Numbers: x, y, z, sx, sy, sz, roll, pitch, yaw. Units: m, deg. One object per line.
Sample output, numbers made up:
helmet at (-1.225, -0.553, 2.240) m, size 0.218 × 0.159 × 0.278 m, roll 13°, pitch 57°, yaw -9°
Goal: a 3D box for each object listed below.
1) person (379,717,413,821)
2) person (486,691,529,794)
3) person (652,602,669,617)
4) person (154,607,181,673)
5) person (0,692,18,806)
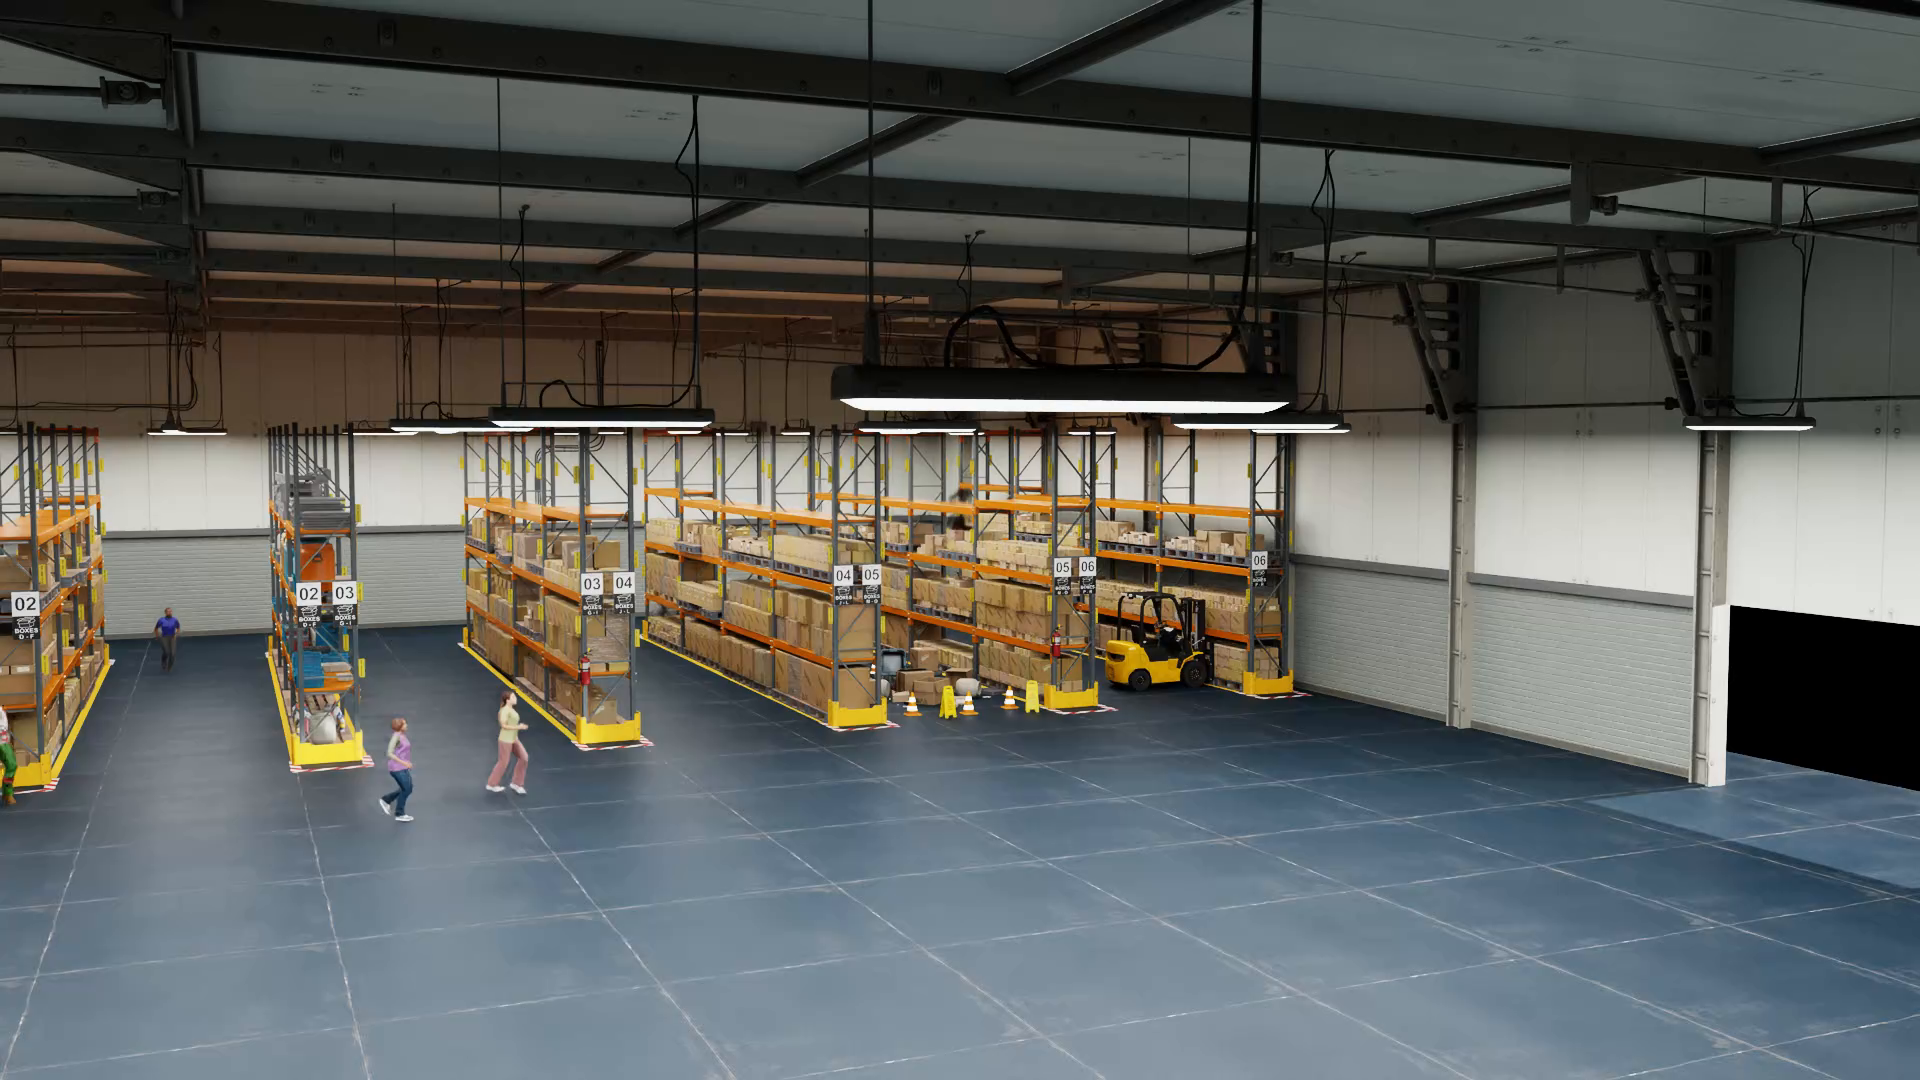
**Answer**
person at (-8.433, 3.425, 24.830) m, size 0.543 × 1.567 × 0.559 m, roll 0°, pitch 3°, yaw -3°
person at (-7.269, 3.270, 26.690) m, size 0.723 × 1.713 × 0.561 m, roll 0°, pitch 3°, yaw 4°
person at (-8.863, 1.873, 49.342) m, size 0.571 × 1.728 × 0.923 m, roll 0°, pitch 4°, yaw -5°
person at (-19.294, 2.453, 40.548) m, size 0.562 × 1.597 × 0.579 m, roll -3°, pitch 4°, yaw -36°
person at (-15.067, 3.239, 25.935) m, size 0.678 × 1.838 × 0.653 m, roll 1°, pitch 4°, yaw 16°
